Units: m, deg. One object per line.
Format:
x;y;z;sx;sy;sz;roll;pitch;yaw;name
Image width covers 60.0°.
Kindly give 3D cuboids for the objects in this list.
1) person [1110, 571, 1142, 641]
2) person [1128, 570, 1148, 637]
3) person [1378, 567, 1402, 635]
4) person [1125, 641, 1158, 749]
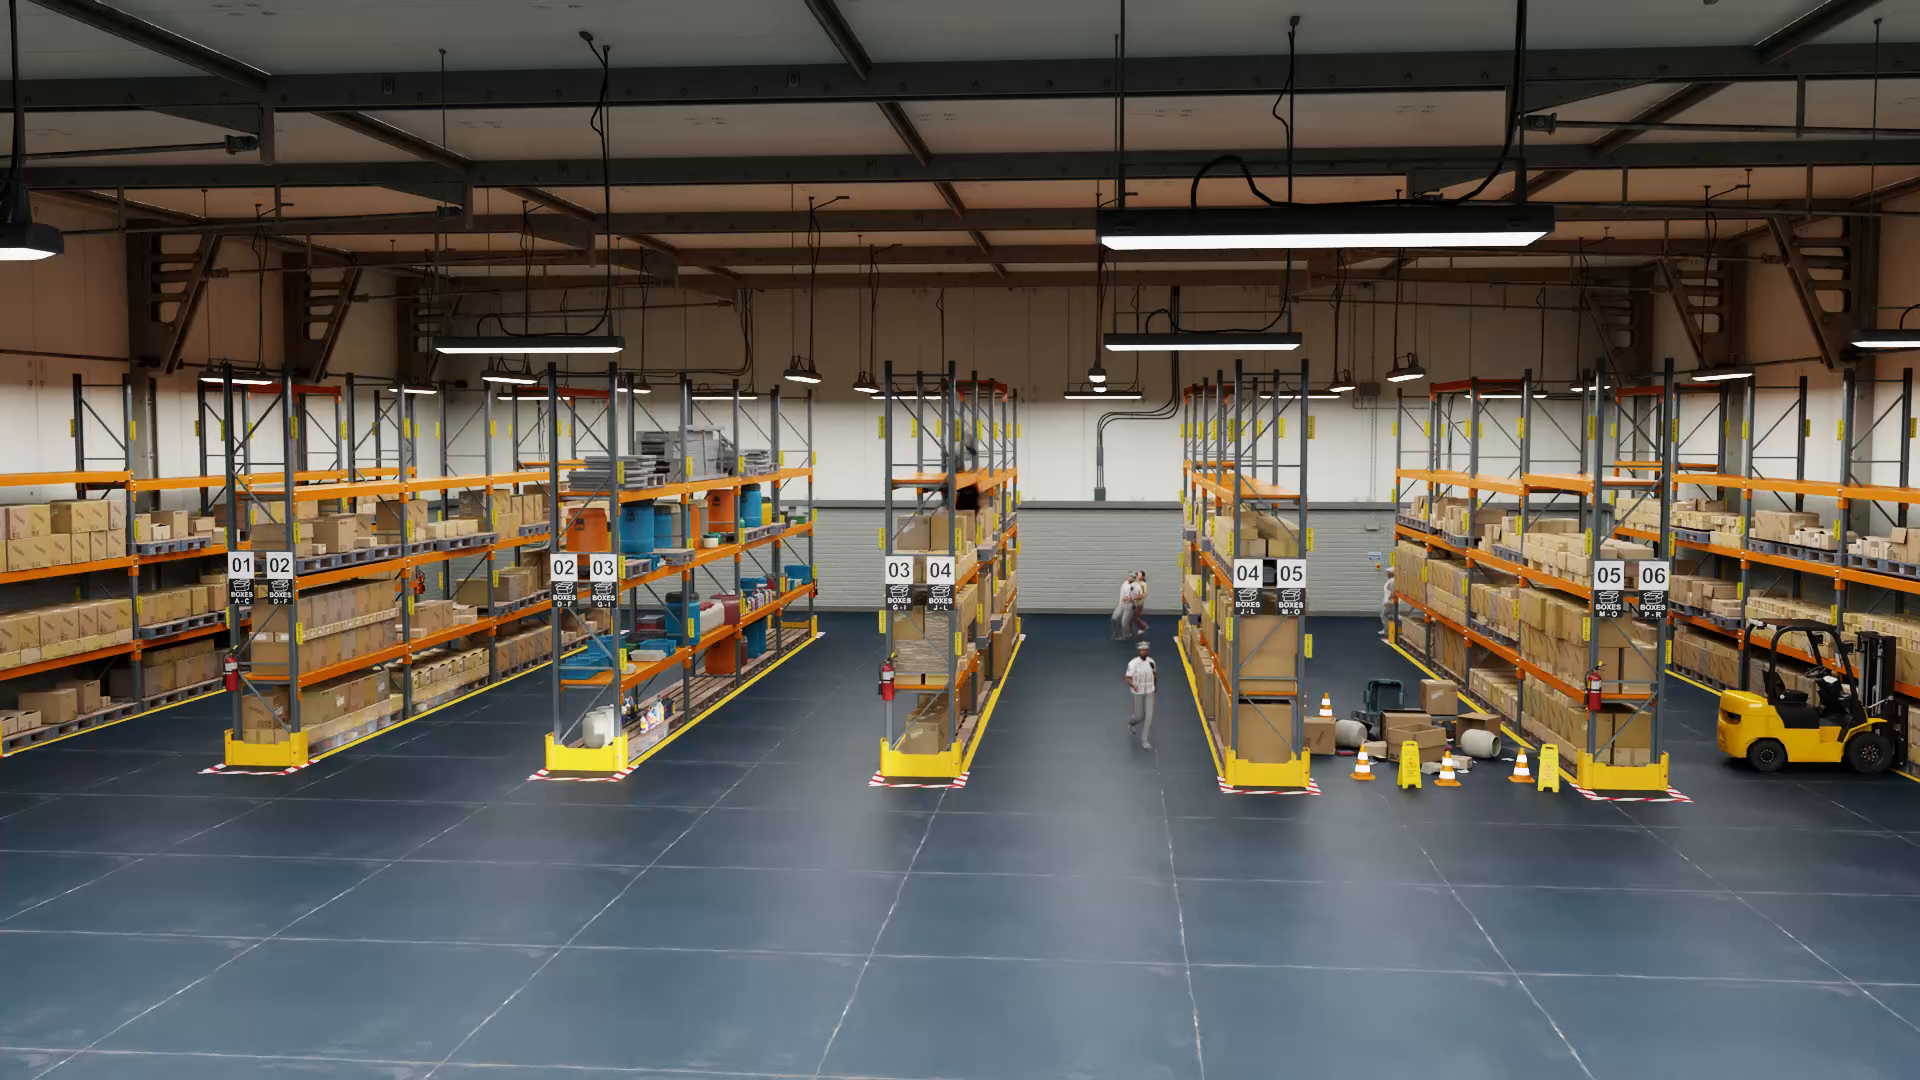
3.930;1.571;39.413;0.791;1.712;0.570;3;5;43;person
4.264;1.556;39.967;0.823;1.660;0.614;-2;5;-34;person
10.503;1.486;40.454;0.708;1.714;0.732;2;4;23;person
2.906;2.436;26.465;0.579;1.682;0.764;-1;4;-12;person
